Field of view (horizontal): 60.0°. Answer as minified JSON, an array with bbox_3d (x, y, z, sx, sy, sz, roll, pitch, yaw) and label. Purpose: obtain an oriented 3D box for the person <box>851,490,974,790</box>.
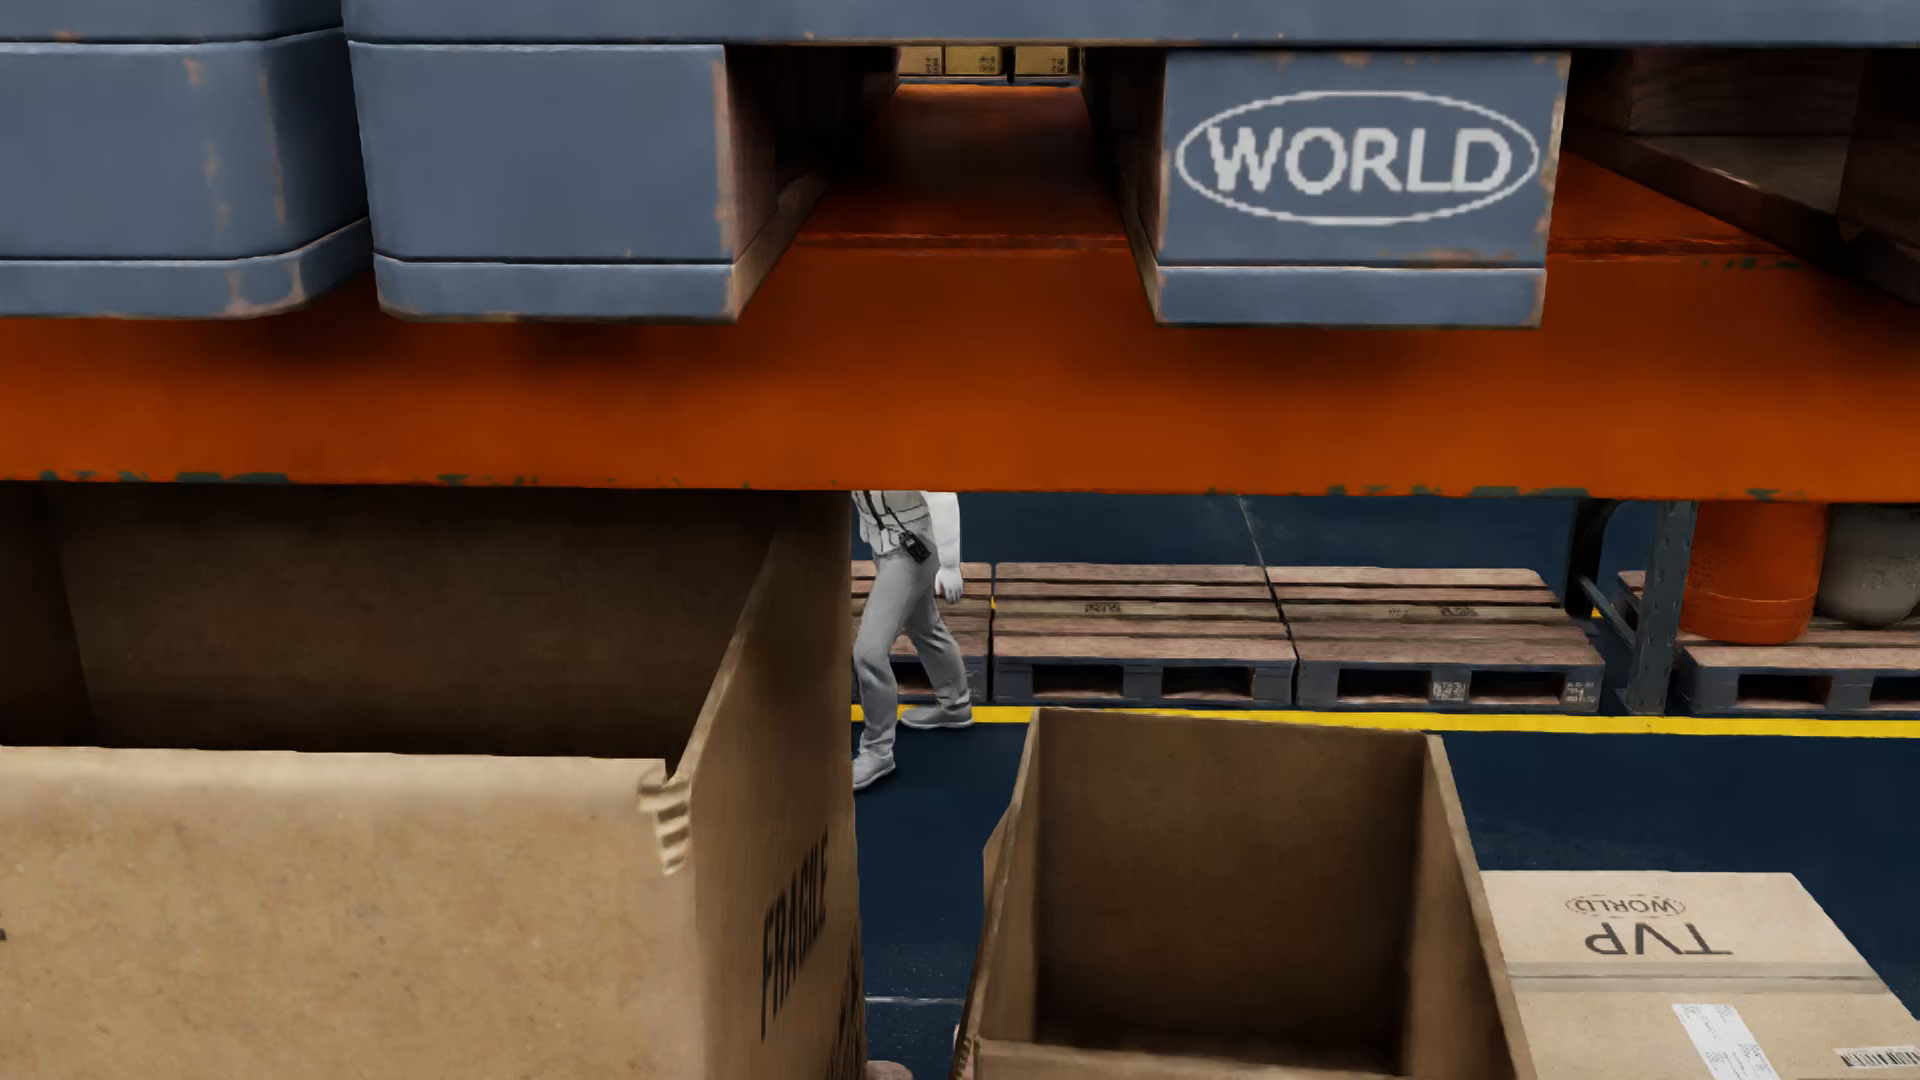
[{"bbox_3d":[-0.236,0.031,6.002,0.699,1.631,0.599,-9,23,-22],"label":"person"}]
